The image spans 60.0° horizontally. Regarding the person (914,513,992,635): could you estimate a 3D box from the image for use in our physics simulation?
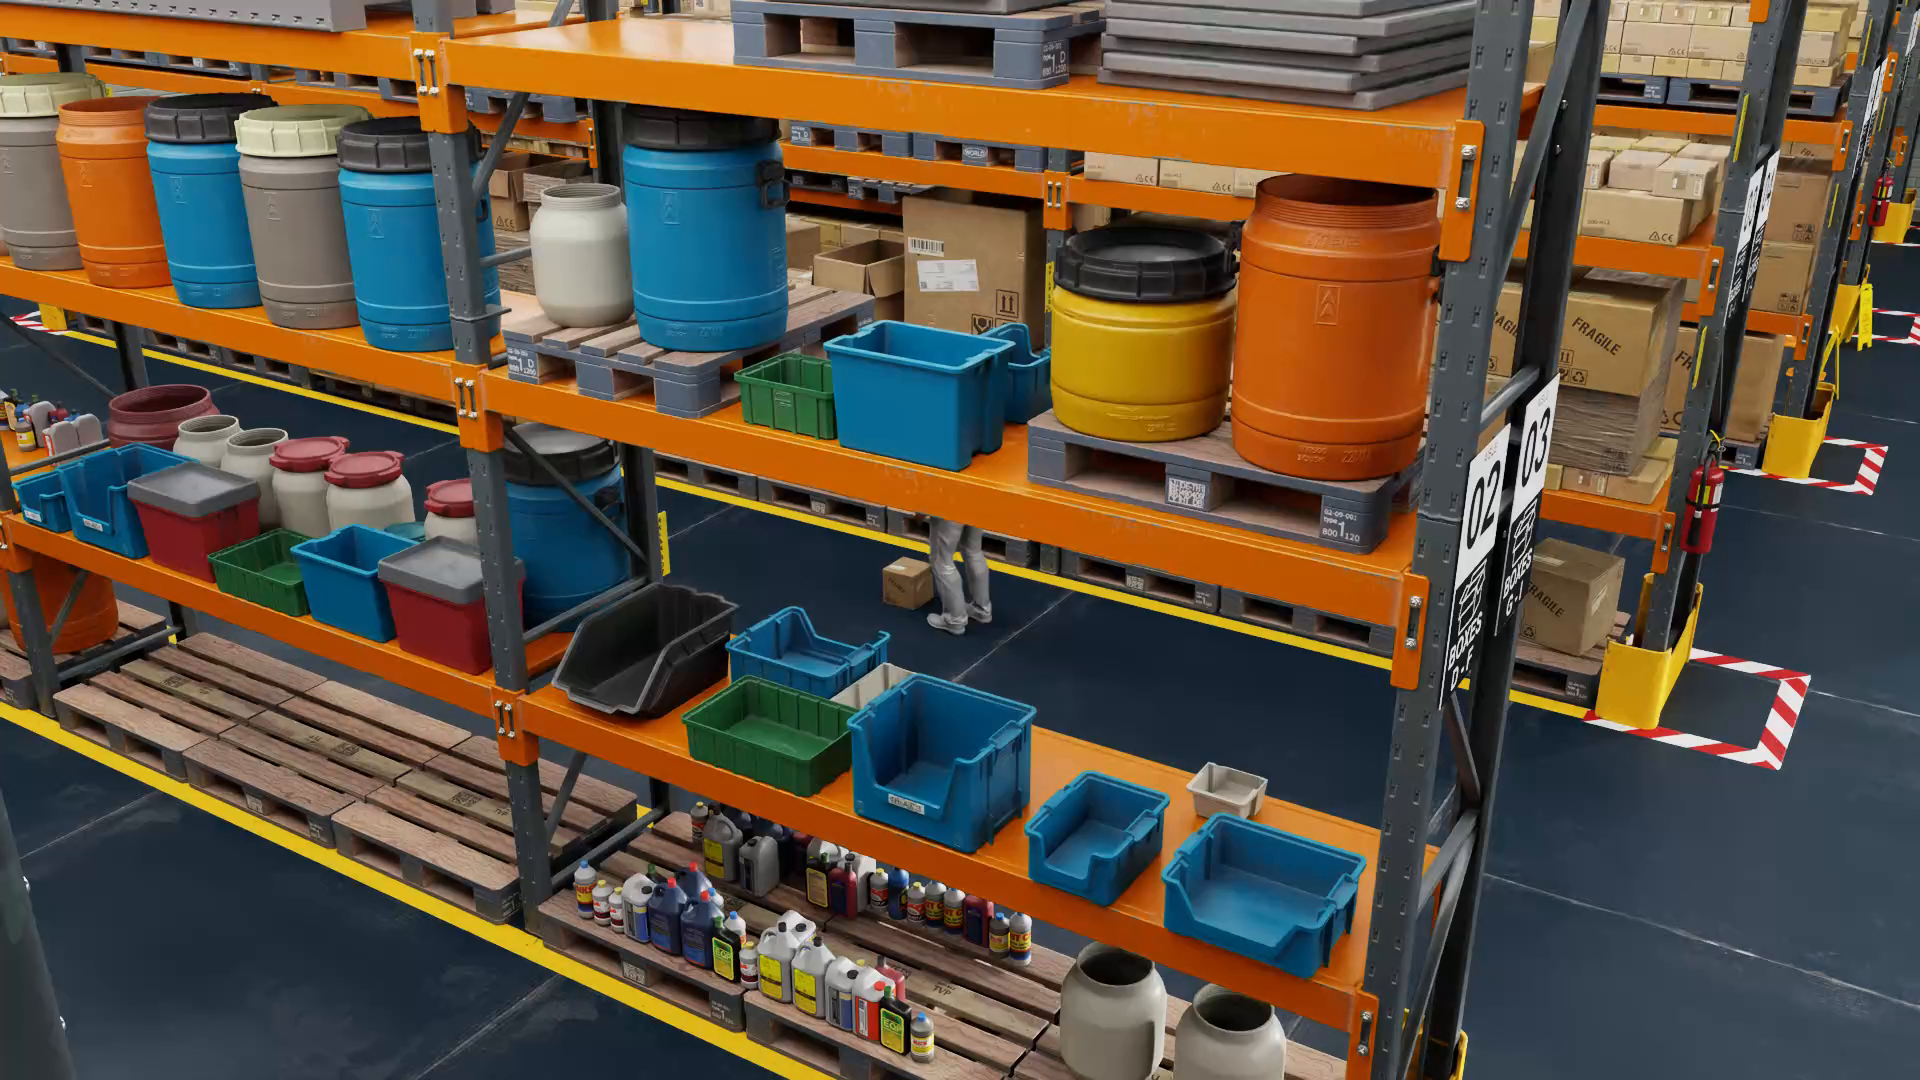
[{"bbox_3d":[-0.023,-0.249,10.683,0.578,1.744,0.396,-20,30,-39],"label":"person"}]
